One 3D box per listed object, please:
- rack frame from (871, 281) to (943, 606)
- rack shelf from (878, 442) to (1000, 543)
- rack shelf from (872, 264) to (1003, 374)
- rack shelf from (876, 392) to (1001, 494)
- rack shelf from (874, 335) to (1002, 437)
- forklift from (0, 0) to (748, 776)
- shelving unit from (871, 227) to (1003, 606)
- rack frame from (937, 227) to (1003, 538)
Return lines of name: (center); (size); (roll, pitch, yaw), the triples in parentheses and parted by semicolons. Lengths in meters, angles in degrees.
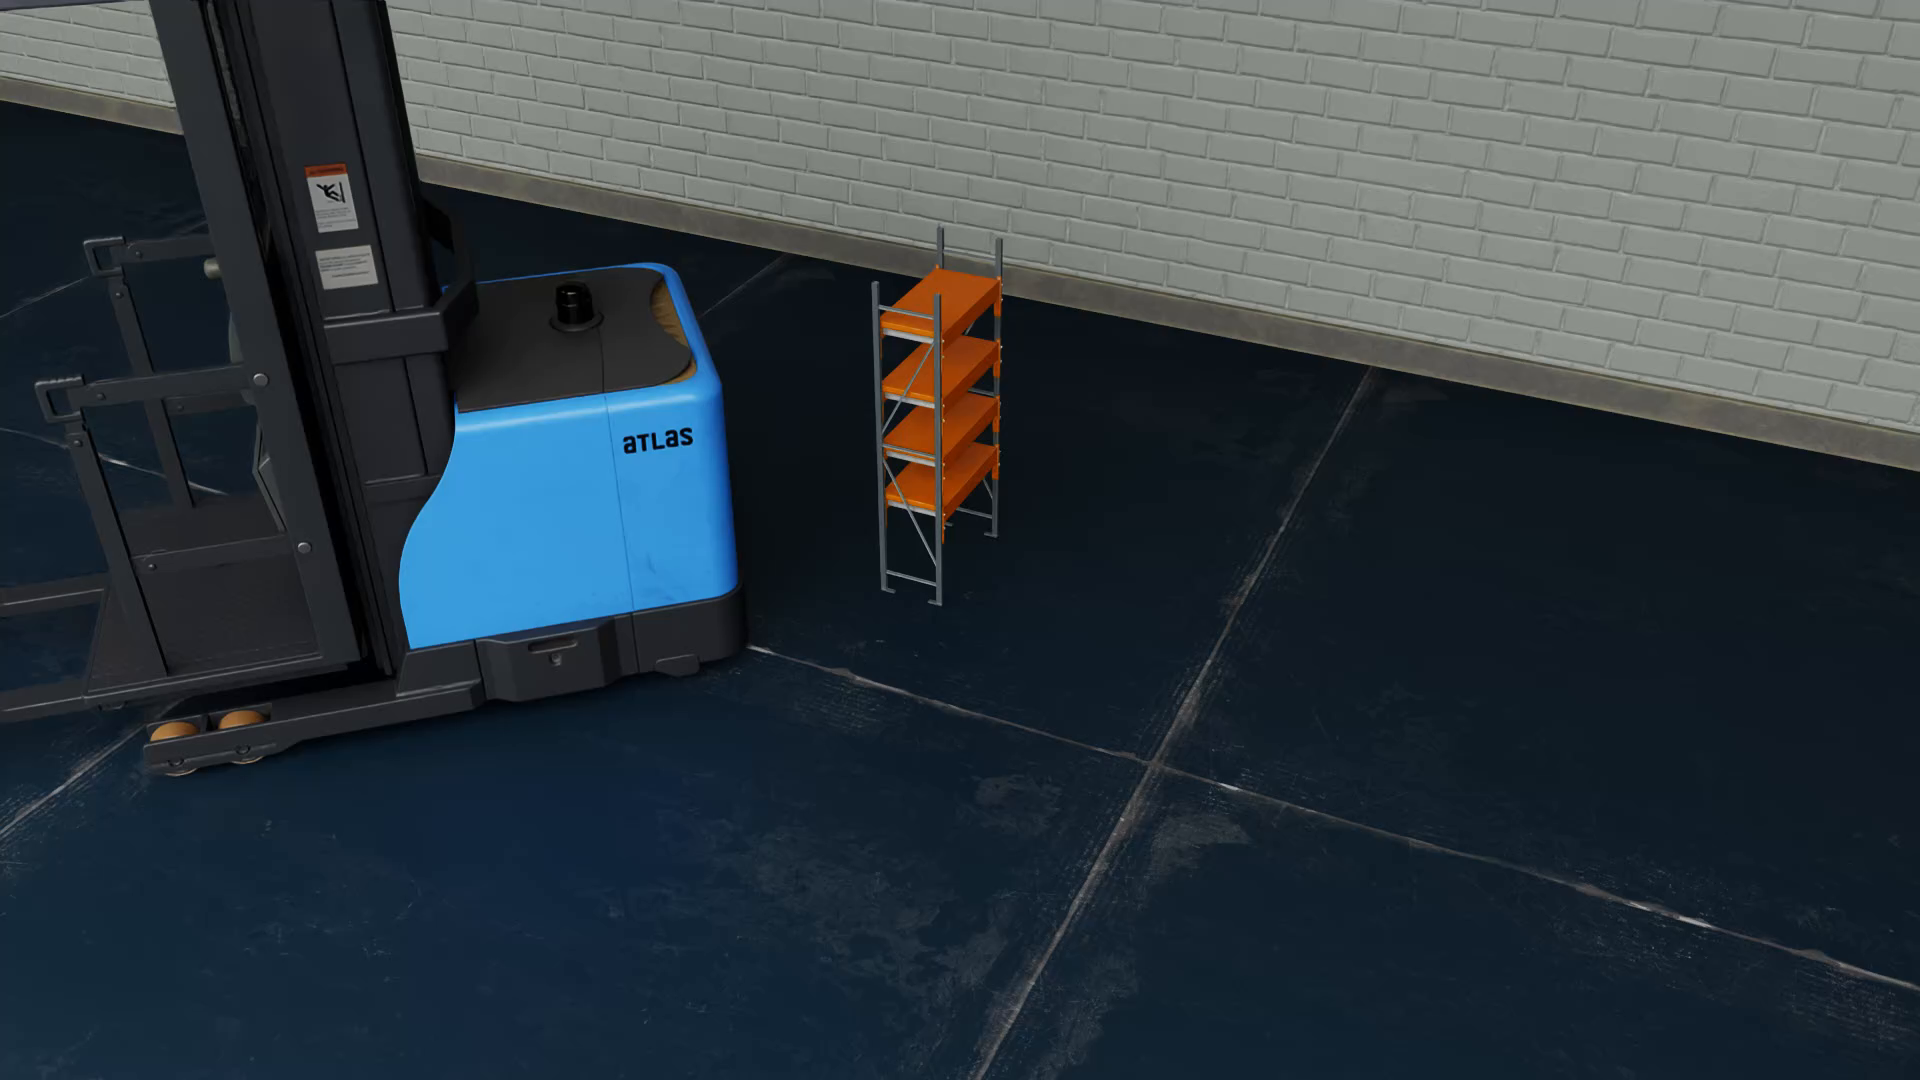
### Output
rack frame: (-0.171, -0.298, 5.610); (0.240, 1.200, 0.015); (14, 36, 20)
rack shelf: (-0.069, -0.197, 5.941); (0.258, 0.148, 0.480); (14, 36, 20)
rack shelf: (-0.069, -0.748, 5.580); (0.258, 0.148, 0.480); (14, 36, 20)
rack shelf: (-0.069, -0.363, 5.832); (0.258, 0.148, 0.480); (14, 36, 20)
rack shelf: (-0.069, -0.550, 5.710); (0.258, 0.148, 0.480); (14, 36, 20)
forklift: (-2.290, -0.821, 4.829); (3.031, 2.935, 1.130); (-9, 34, -14)
shelving unit: (-0.069, -0.419, 5.795); (0.258, 1.200, 0.503); (14, 36, 20)
rack frame: (0.033, -0.541, 5.981); (0.240, 1.200, 0.015); (14, 36, 20)
